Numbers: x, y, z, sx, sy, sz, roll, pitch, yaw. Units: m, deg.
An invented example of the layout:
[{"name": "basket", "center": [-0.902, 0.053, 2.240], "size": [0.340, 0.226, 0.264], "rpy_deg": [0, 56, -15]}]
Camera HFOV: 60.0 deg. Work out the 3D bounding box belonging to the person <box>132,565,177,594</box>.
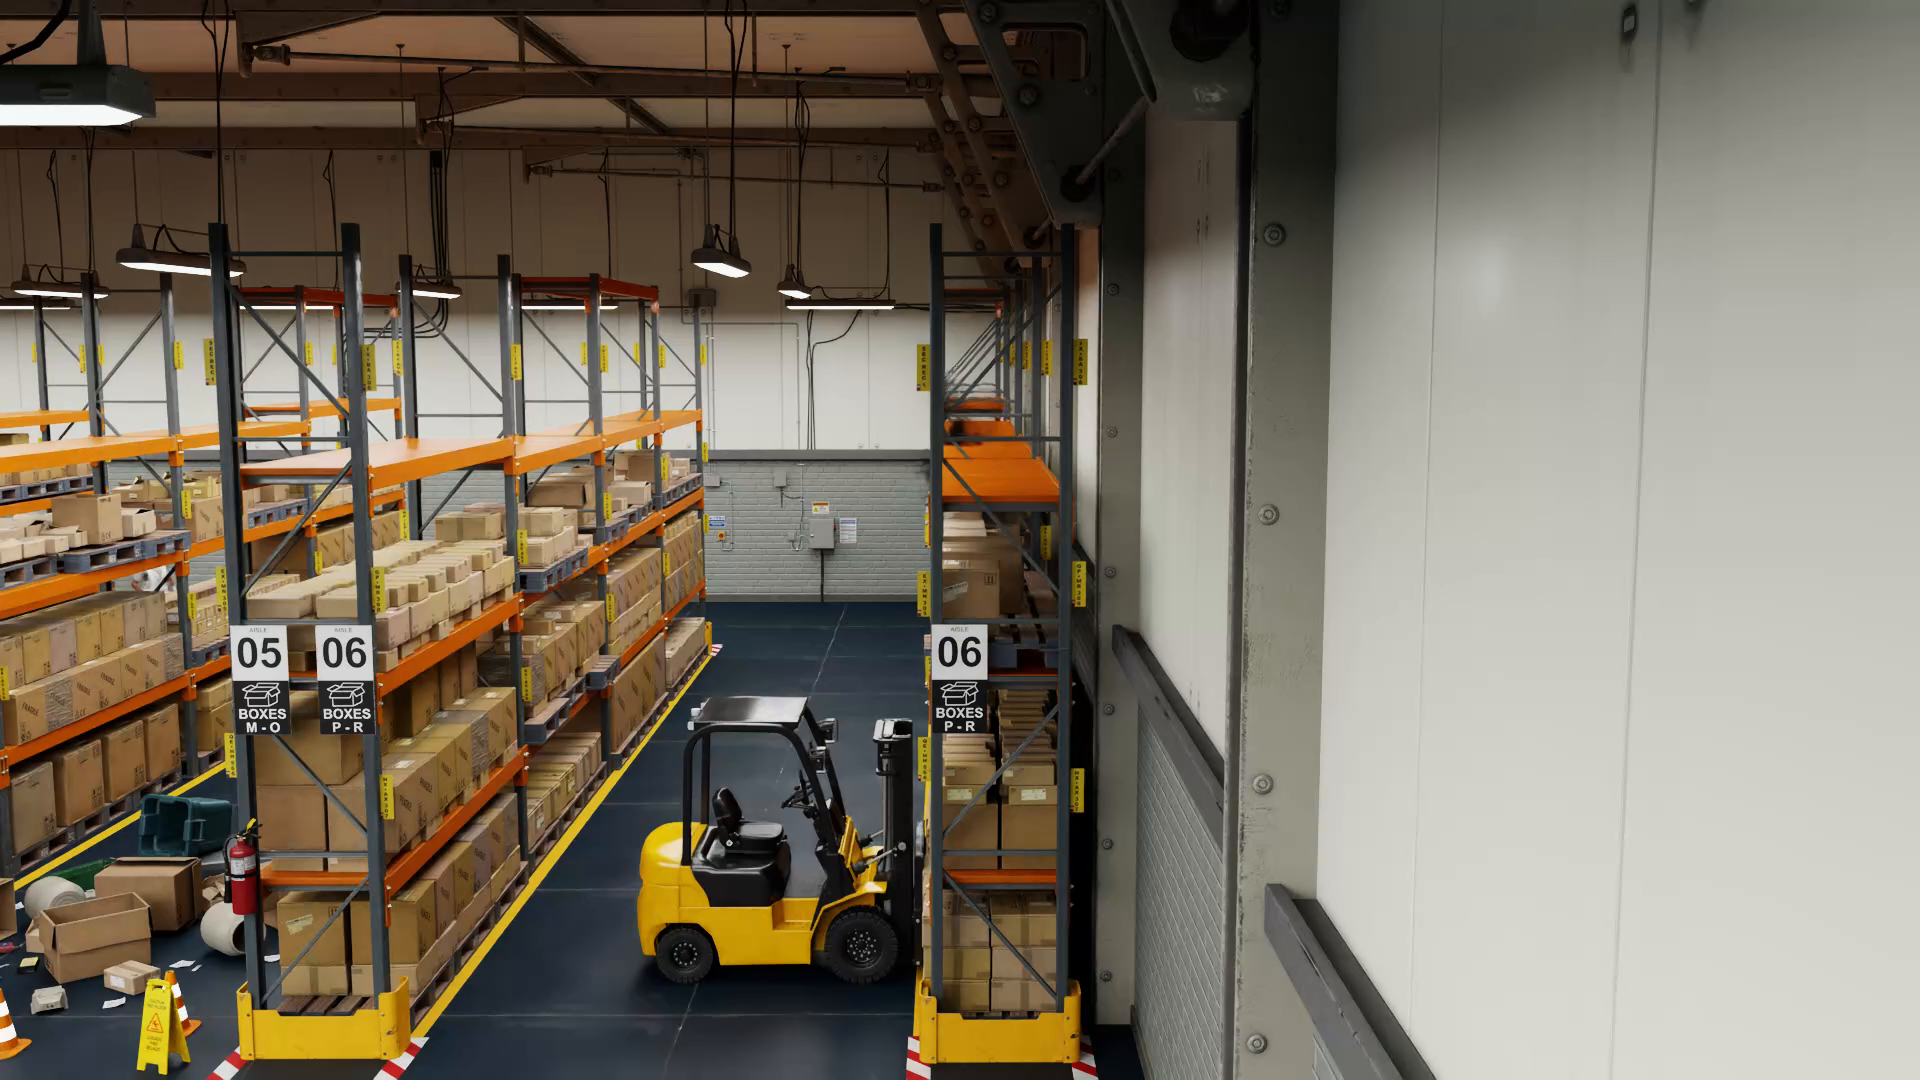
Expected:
[{"name": "person", "center": [-13.840, 0.983, 28.673], "size": [0.549, 1.732, 0.738], "rpy_deg": [3, 7, 23]}]
